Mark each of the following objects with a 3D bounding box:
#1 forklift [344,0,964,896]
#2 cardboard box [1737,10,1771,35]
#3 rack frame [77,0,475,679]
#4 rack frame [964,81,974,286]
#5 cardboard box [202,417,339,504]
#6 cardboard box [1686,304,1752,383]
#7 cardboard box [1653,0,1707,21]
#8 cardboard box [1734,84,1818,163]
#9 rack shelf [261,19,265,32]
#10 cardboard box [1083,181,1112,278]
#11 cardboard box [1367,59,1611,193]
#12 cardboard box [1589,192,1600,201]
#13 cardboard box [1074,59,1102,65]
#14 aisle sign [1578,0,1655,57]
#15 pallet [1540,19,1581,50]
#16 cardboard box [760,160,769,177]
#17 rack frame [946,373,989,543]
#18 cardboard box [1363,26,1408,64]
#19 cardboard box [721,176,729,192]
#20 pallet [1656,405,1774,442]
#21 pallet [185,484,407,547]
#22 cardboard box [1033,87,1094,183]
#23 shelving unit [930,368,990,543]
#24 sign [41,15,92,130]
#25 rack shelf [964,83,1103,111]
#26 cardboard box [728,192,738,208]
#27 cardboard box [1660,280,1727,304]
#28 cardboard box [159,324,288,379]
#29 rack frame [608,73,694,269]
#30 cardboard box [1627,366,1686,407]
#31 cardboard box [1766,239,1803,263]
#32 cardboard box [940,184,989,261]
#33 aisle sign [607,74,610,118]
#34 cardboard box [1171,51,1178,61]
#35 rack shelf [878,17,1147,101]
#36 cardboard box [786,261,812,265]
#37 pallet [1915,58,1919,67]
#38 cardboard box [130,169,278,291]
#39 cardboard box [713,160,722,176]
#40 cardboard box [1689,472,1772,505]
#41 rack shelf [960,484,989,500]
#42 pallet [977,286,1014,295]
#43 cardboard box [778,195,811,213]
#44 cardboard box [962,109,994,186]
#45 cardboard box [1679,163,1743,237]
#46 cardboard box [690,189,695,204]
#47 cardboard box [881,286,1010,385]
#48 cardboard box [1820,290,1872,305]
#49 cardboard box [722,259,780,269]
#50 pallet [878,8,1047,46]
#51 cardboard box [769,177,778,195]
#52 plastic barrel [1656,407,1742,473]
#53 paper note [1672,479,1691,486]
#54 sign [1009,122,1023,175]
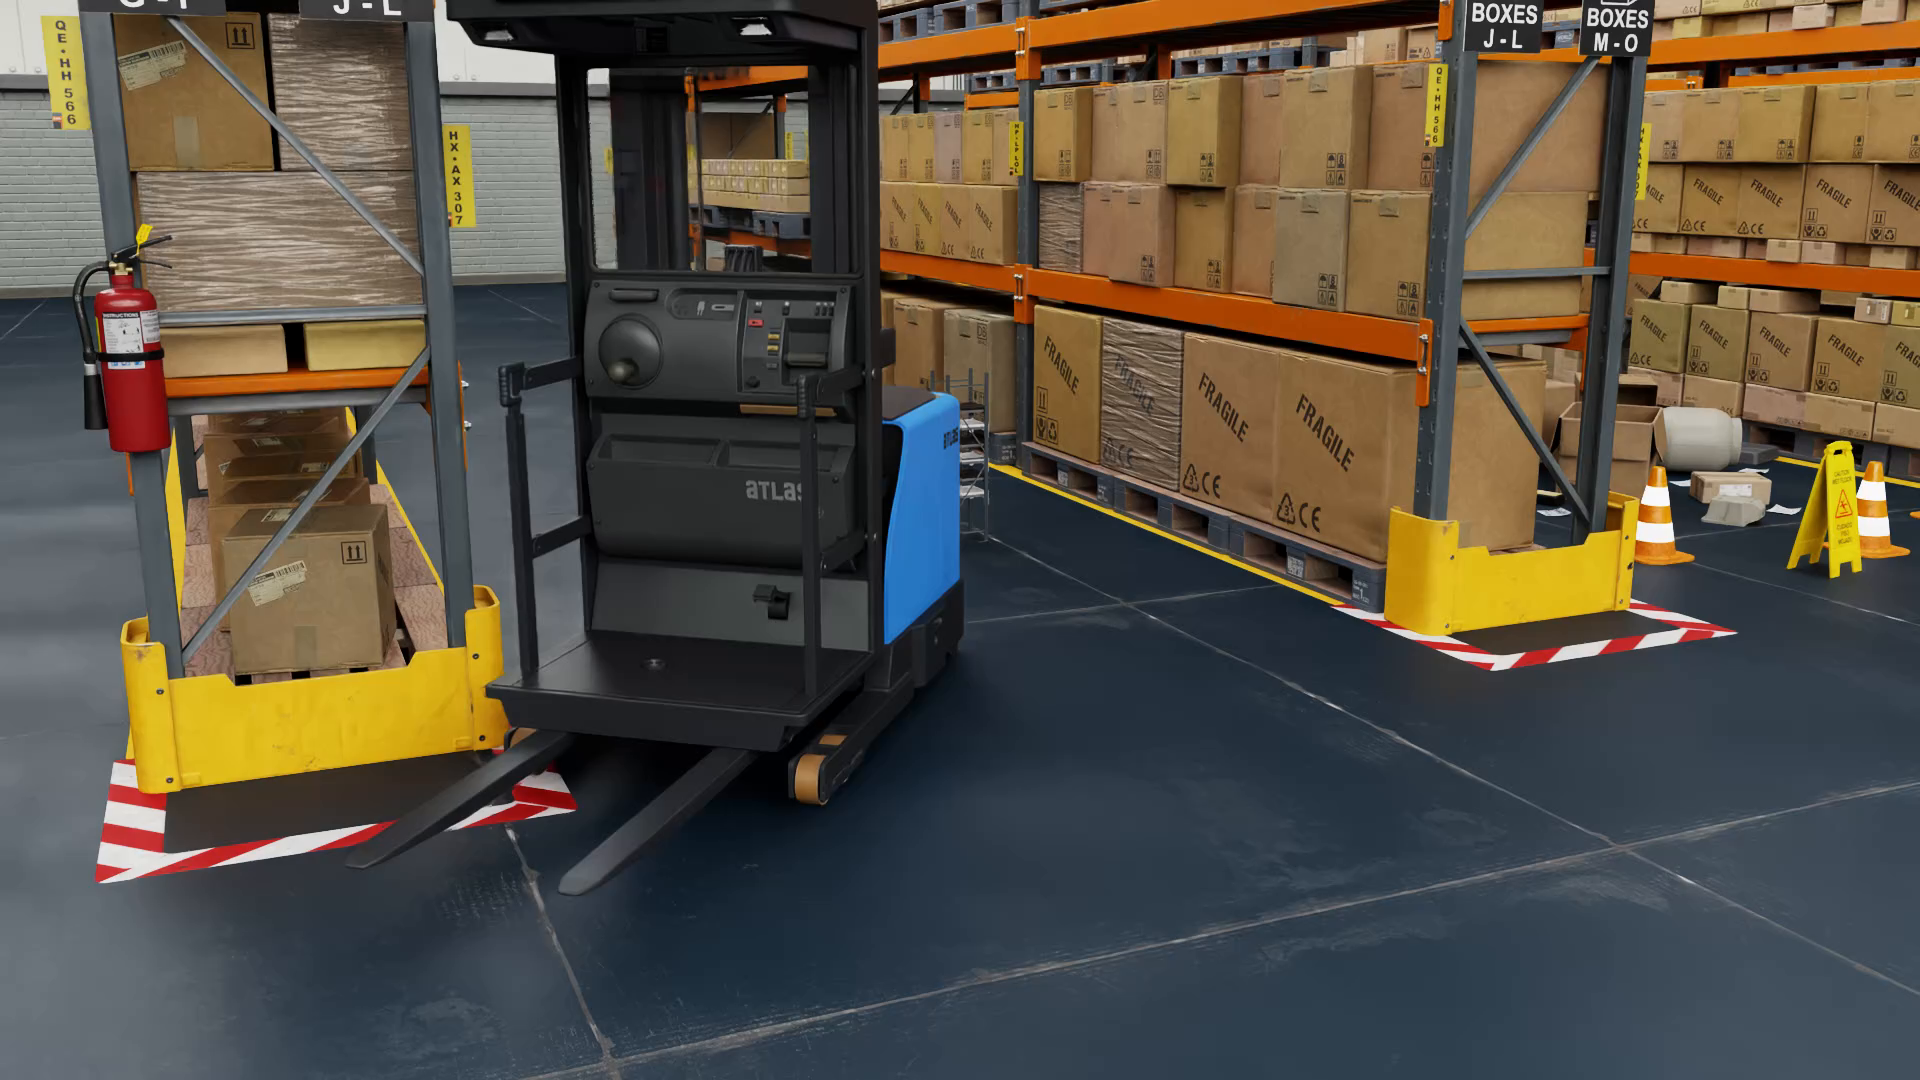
[{"bbox_3d":[-0.866,-0.685,5.331,1.130,2.935,3.031,4,13,15],"label":"forklift"},{"bbox_3d":[5.561,-3.532,11.381,0.380,0.149,0.250,-5,14,-21],"label":"cardboard box"},{"bbox_3d":[-2.135,-0.713,5.299,1.000,3.000,0.127,-6,14,-23],"label":"rack frame"},{"bbox_3d":[0.536,-4.914,23.449,1.000,3.000,0.127,-6,14,-23],"label":"rack frame"},{"bbox_3d":[-3.378,-0.323,8.223,0.500,0.500,0.500,-1,13,-5],"label":"cardboard box"},{"bbox_3d":[5.557,-1.409,11.810,0.500,0.500,0.500,-5,14,-21],"label":"cardboard box"},{"bbox_3d":[5.268,-3.852,11.883,0.500,0.250,0.500,-6,14,-24],"label":"cardboard box"},{"bbox_3d":[5.681,-2.791,11.179,0.700,0.500,0.500,-6,14,-24],"label":"cardboard box"},{"bbox_3d":[-4.539,-3.064,10.398,1.077,0.370,4.000,-6,14,-23],"label":"rack shelf"},{"bbox_3d":[1.247,-1.853,9.892,0.875,0.550,0.550,-6,14,-23],"label":"cardboard box"},{"bbox_3d":[2.337,-1.820,7.352,0.875,0.550,0.550,-6,14,-23],"label":"cardboard box"},{"bbox_3d":[4.947,-2.908,12.968,0.500,0.500,0.500,-6,14,-24],"label":"cardboard box"},{"bbox_3d":[1.589,-5.840,19.942,0.396,0.266,0.258,-5,14,-21],"label":"cardboard box"},{"bbox_3d":[2.753,-2.419,6.905,0.394,0.787,0.004,-6,14,-23],"label":"aisle sign"},{"bbox_3d":[5.193,-3.942,13.013,1.213,0.211,1.003,-6,14,-23],"label":"pallet"},{"bbox_3d":[-1.575,-3.331,14.917,0.380,0.149,0.250,-5,14,-21],"label":"cardboard box"},{"bbox_3d":[0.037,-0.419,8.685,0.240,0.900,0.006,-6,14,-23],"label":"rack frame"},{"bbox_3d":[4.111,-4.575,15.109,0.700,0.500,0.500,-6,14,-23],"label":"cardboard box"},{"bbox_3d":[-2.091,-3.453,16.104,0.380,0.149,0.250,-6,14,-24],"label":"cardboard box"},{"bbox_3d":[5.644,-0.941,12.466,1.003,0.211,1.213,-6,14,-23],"label":"pallet"},{"bbox_3d":[-3.436,-0.046,8.599,1.003,0.211,1.213,-6,14,-23],"label":"pallet"},{"bbox_3d":[0.964,-2.487,10.234,0.875,0.550,0.550,-6,14,-23],"label":"cardboard box"},{"bbox_3d":[-0.003,-0.440,8.776,0.258,0.900,0.210,-6,14,-23],"label":"shelving unit"},{"bbox_3d":[-2.652,-1.385,4.934,0.100,0.325,0.005,-6,14,-23],"label":"sign"},{"bbox_3d":[1.337,-5.612,21.407,1.077,0.370,4.000,-6,14,-23],"label":"rack shelf"},{"bbox_3d":[-1.995,-3.257,15.917,0.380,0.149,0.250,-6,14,-26],"label":"cardboard box"},{"bbox_3d":[5.327,-1.804,12.075,0.380,0.149,0.250,-5,14,-22],"label":"cardboard box"},{"bbox_3d":[-2.439,-0.631,5.501,0.380,0.149,0.250,-6,14,-23],"label":"cardboard box"},{"bbox_3d":[-3.959,-4.446,21.427,1.000,3.000,0.127,-6,14,-23],"label":"rack frame"},{"bbox_3d":[5.332,-1.153,12.368,0.500,0.250,0.500,-6,14,-26],"label":"cardboard box"},{"bbox_3d":[5.679,-1.953,11.214,0.380,0.149,0.250,-6,14,-23],"label":"cardboard box"},{"bbox_3d":[0.191,-2.204,11.517,0.500,0.500,0.500,-6,14,-24],"label":"cardboard box"},{"bbox_3d":[-4.263,-5.701,21.082,0.394,0.787,0.004,-6,14,-23],"label":"aisle sign"},{"bbox_3d":[2.324,-5.347,18.253,0.380,0.166,0.250,-7,15,-27],"label":"cardboard box"},{"bbox_3d":[0.046,-3.491,12.244,1.077,0.370,4.000,-6,14,-23],"label":"rack shelf"},{"bbox_3d":[-1.409,-2.625,16.510,0.500,0.250,0.500,-6,14,-25],"label":"cardboard box"},{"bbox_3d":[9.524,-4.433,15.143,0.805,0.209,1.217,-6,14,-25],"label":"pallet"},{"bbox_3d":[-2.641,-1.115,6.156,0.875,0.500,0.500,-6,14,-23],"label":"cardboard box"},{"bbox_3d":[-2.202,-3.654,16.311,0.380,0.149,0.250,-6,14,-23],"label":"cardboard box"},{"bbox_3d":[4.569,-0.308,9.869,0.380,0.149,0.250,1,13,6],"label":"cardboard box"},{"bbox_3d":[-0.003,-0.232,8.824,0.258,0.077,0.200,-6,14,-23],"label":"rack shelf"},{"bbox_3d":[0.928,-3.397,23.081,1.003,0.211,1.213,-6,14,-23],"label":"pallet"},{"bbox_3d":[-1.373,-2.936,14.528,0.380,0.149,0.250,-5,14,-22],"label":"cardboard box"},{"bbox_3d":[0.435,-2.711,11.491,0.700,0.500,0.500,-6,14,-24],"label":"cardboard box"},{"bbox_3d":[5.486,-2.411,11.752,0.500,0.500,0.500,-6,14,-23],"label":"cardboard box"},{"bbox_3d":[-2.621,-3.579,17.307,0.380,0.149,0.250,-6,14,-26],"label":"cardboard box"},{"bbox_3d":[-0.240,-1.588,13.135,1.050,0.750,0.750,-5,14,-22],"label":"cardboard box"},{"bbox_3d":[9.063,-2.354,16.726,0.875,0.625,0.625,-6,14,-25],"label":"cardboard box"},{"bbox_3d":[-2.088,-2.685,16.770,0.500,0.250,0.500,-5,14,-21],"label":"cardboard box"},{"bbox_3d":[0.002,-3.804,12.418,1.003,0.211,1.213,-5,14,-20],"label":"pallet"},{"bbox_3d":[-1.478,-3.136,14.734,0.380,0.149,0.250,-5,14,-21],"label":"cardboard box"},{"bbox_3d":[4.730,-0.643,10.710,0.512,0.421,0.421,4,14,16],"label":"plastic barrel"},{"bbox_3d":[4.540,-0.361,10.387,0.148,0.019,0.142,-1,13,-4],"label":"paper note"},{"bbox_3d":[0.354,-2.441,10.373,0.100,0.325,0.005,-6,14,-23],"label":"sign"}]
